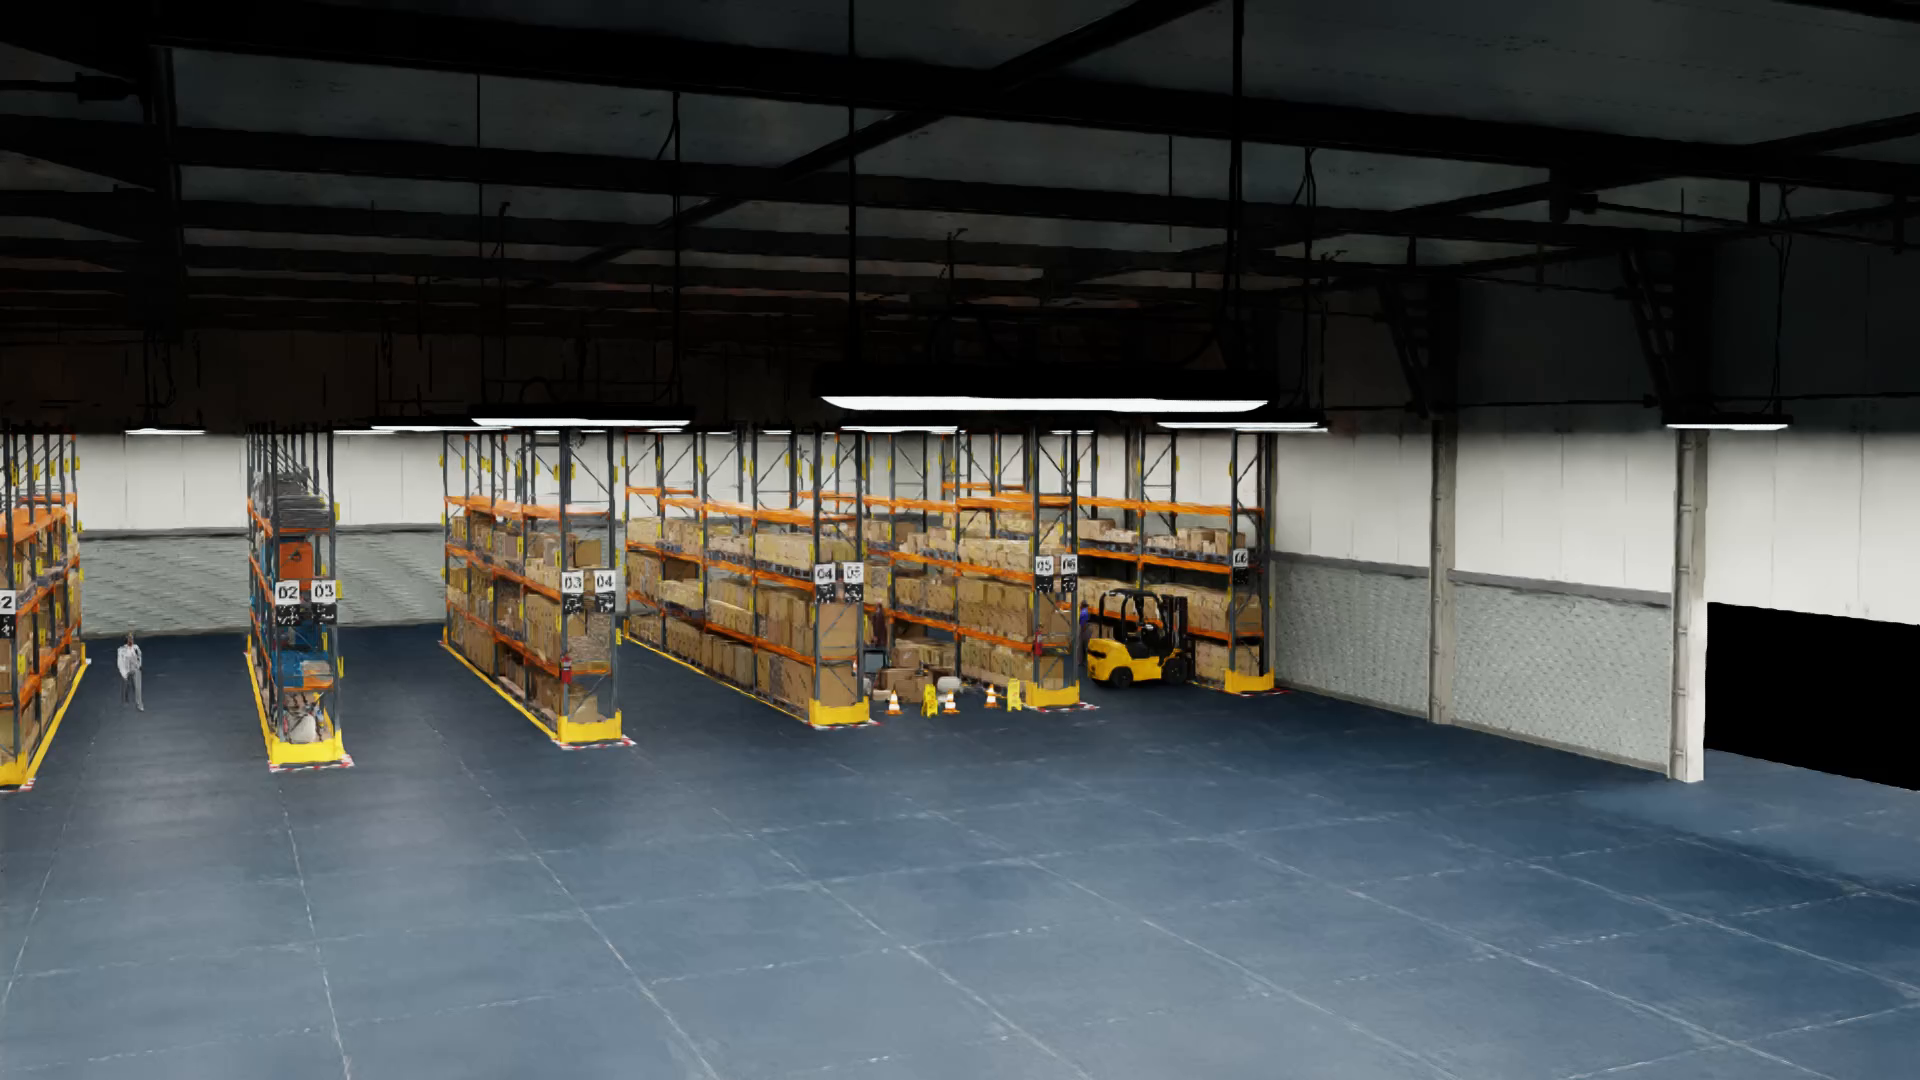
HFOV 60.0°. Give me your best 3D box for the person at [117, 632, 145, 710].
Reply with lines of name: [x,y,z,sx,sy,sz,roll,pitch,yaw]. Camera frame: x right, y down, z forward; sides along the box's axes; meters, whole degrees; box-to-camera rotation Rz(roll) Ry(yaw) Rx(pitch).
person: [-17.319,2.725,34.695,0.483,1.621,0.993,-2,4,-33]

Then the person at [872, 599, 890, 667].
person: [-1.996,2.301,40.253,0.642,1.774,0.684,0,4,1]

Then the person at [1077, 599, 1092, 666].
person: [3.075,2.300,41.440,0.528,1.640,0.574,0,4,0]
